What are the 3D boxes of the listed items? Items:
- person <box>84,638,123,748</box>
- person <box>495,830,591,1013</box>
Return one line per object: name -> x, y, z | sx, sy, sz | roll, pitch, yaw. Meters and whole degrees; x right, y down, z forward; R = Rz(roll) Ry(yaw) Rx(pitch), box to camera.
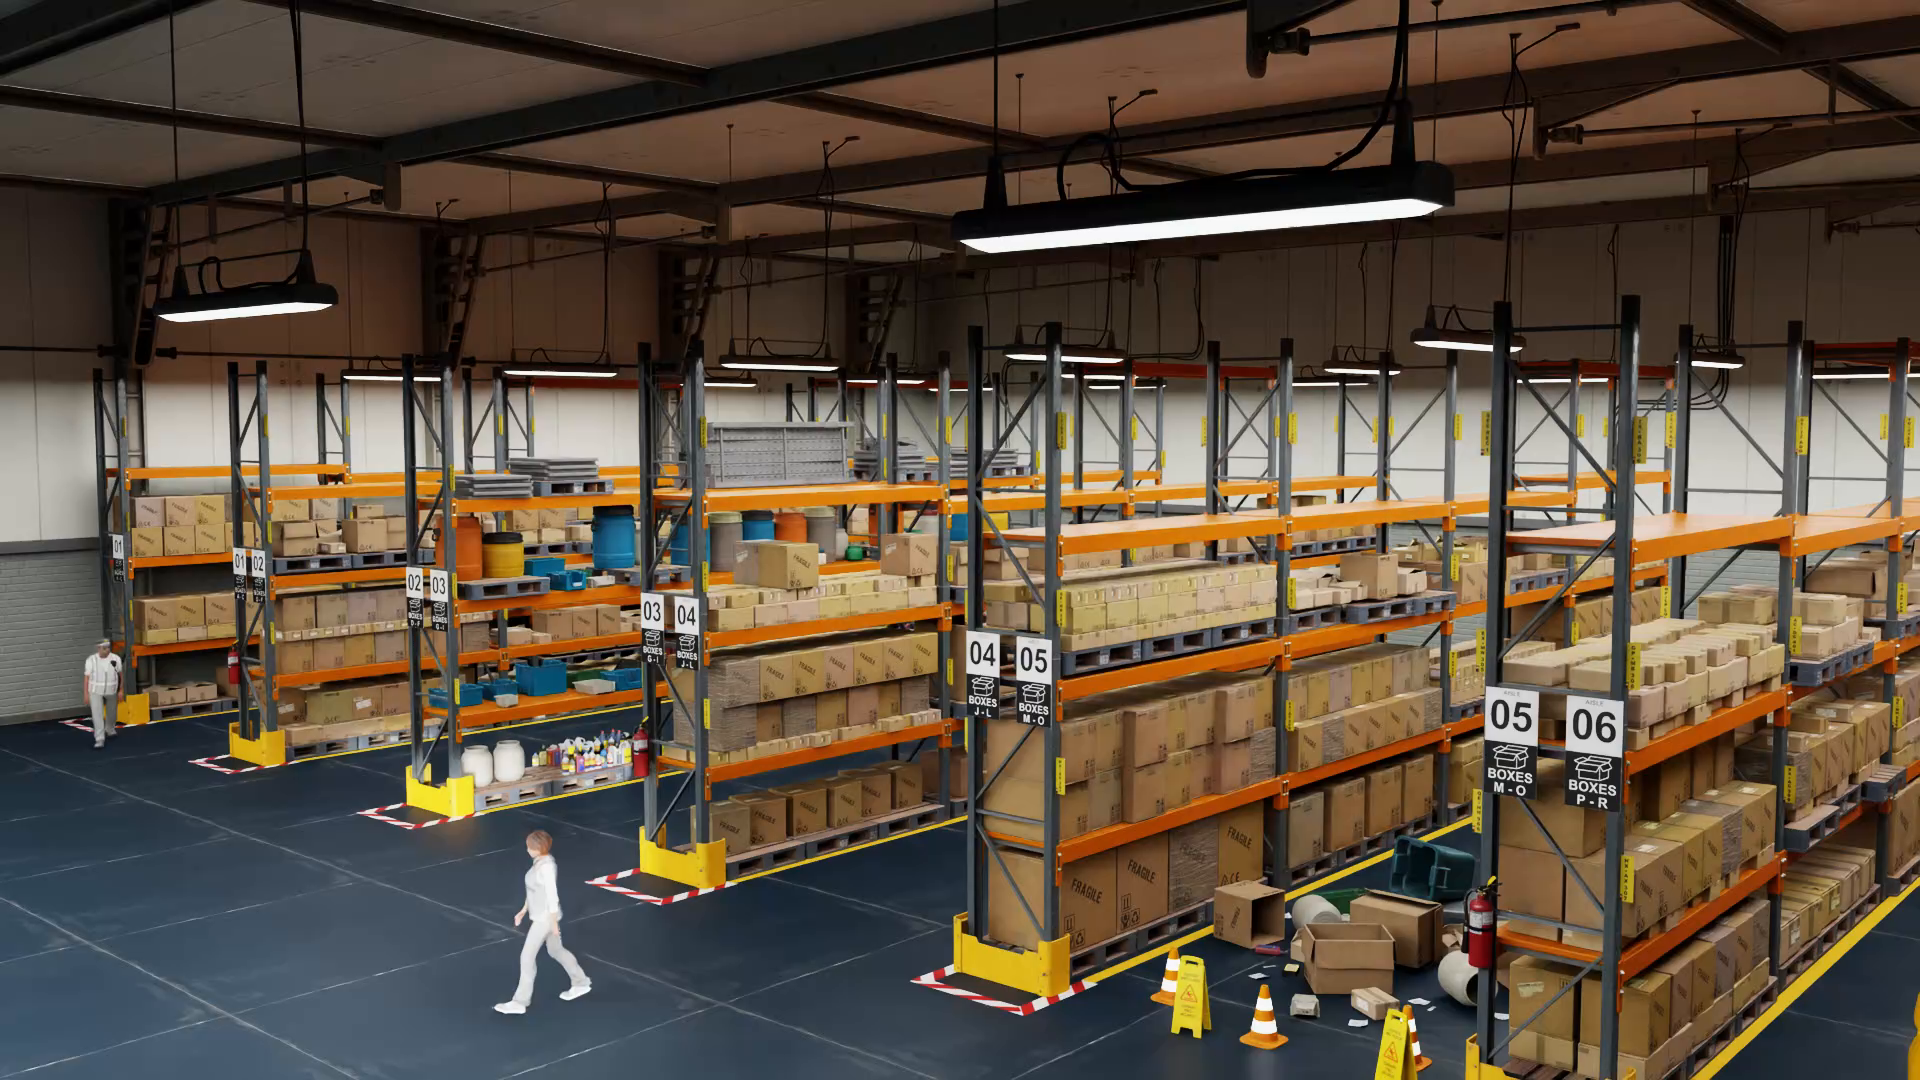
person -> -13.543, 2.381, 26.291 | 0.555, 1.696, 1.119 | -3, 5, -31
person -> -3.656, 3.309, 14.546 | 0.818, 1.561, 0.425 | -1, 4, -13
